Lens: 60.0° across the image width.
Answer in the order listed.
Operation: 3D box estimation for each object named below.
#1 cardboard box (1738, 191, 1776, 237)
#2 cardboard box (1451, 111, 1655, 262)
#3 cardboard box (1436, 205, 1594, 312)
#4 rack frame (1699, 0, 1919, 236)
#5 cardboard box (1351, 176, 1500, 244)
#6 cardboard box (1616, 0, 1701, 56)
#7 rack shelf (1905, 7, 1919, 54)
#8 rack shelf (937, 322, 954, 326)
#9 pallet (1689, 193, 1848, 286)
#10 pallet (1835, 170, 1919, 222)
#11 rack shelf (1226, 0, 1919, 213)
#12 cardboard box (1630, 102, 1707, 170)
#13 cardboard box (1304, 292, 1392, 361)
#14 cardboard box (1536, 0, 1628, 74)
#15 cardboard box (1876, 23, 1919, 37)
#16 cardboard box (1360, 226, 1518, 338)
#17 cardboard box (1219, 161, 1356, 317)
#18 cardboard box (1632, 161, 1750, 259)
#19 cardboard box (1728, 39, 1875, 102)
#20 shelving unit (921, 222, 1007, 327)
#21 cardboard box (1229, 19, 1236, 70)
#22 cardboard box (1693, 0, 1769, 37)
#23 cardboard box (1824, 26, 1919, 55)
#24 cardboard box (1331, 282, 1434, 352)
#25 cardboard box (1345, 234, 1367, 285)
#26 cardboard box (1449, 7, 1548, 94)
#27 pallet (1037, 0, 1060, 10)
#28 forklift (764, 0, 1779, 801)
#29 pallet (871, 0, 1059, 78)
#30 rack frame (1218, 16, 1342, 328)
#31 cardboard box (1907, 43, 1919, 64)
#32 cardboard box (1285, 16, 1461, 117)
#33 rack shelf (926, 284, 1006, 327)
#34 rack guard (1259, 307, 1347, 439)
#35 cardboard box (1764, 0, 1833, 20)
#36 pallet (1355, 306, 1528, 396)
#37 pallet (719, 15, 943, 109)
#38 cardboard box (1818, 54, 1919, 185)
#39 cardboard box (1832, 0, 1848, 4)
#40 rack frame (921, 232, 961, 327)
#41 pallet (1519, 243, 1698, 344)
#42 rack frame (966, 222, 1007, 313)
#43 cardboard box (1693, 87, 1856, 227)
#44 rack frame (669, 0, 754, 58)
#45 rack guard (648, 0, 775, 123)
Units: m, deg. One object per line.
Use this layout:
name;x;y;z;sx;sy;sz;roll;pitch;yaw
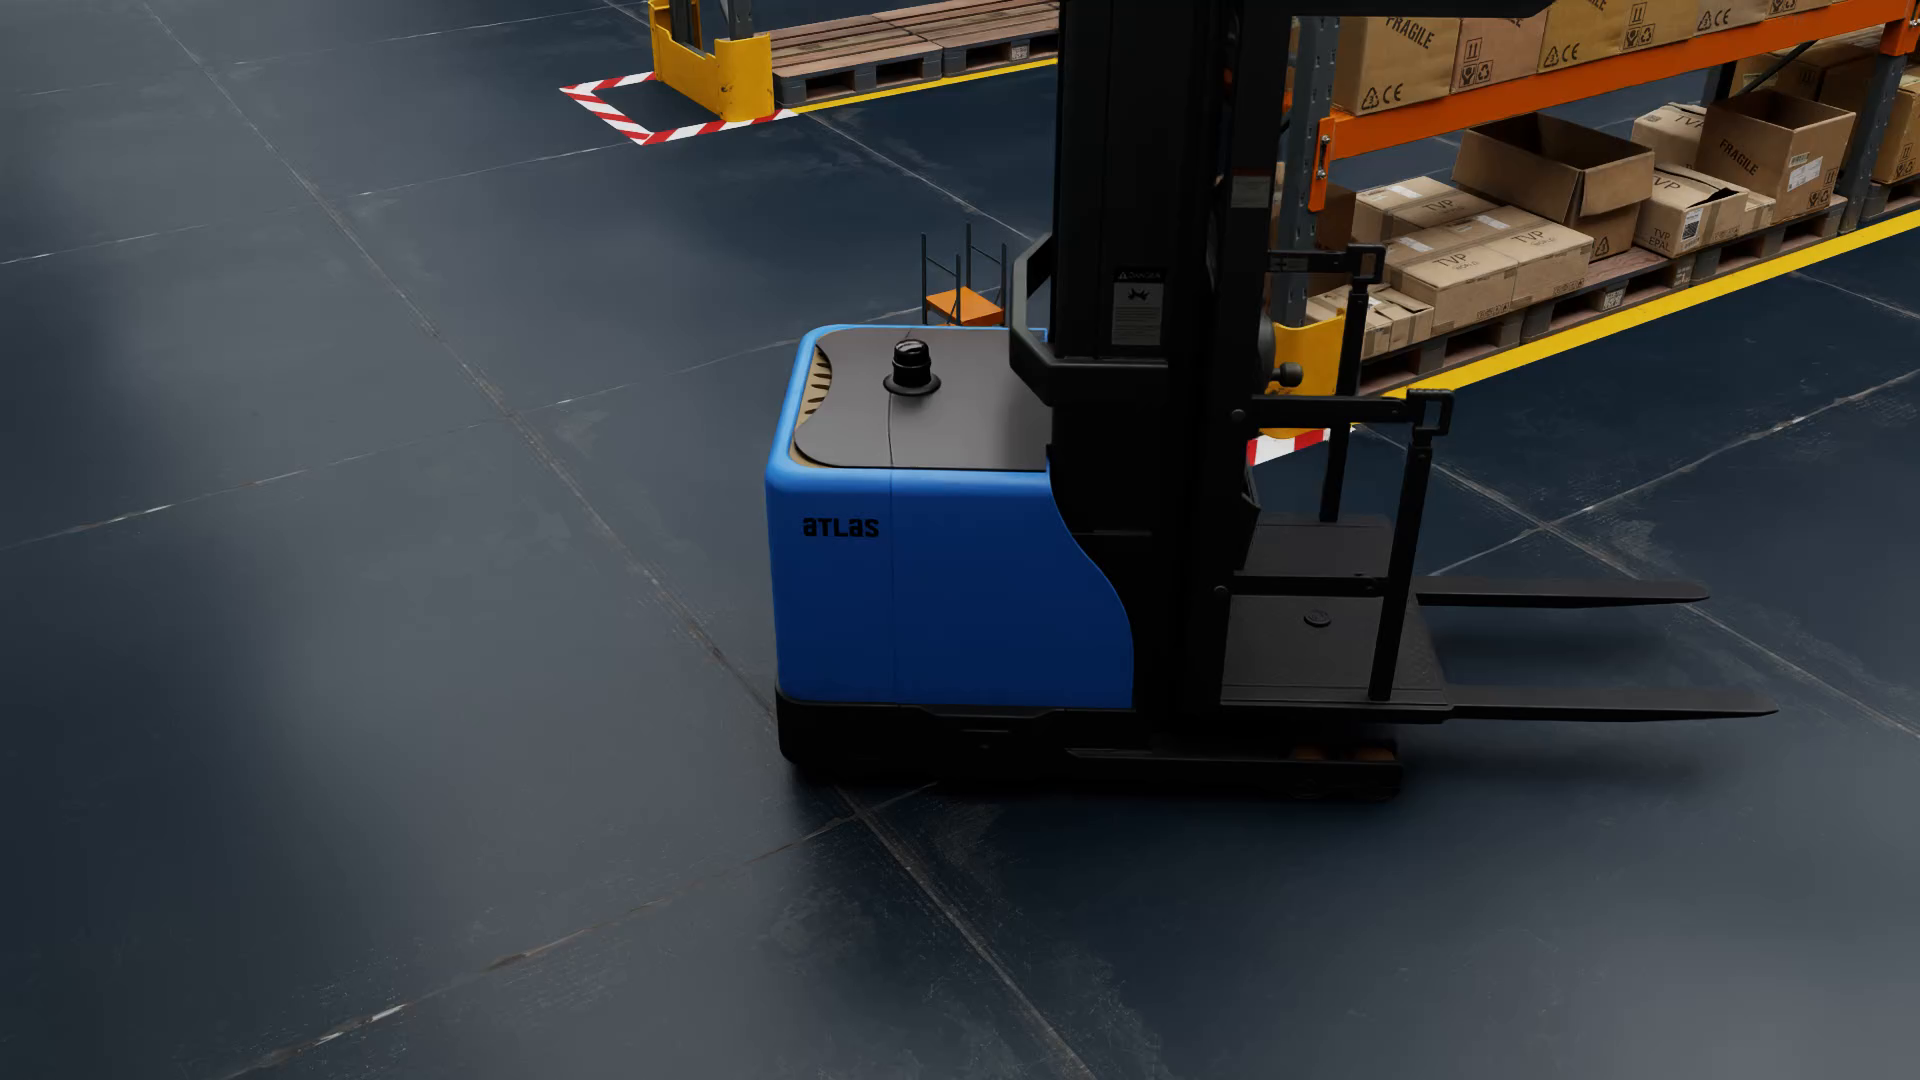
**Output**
cardboard box;3.838;-1.672;8.349;0.250;0.149;0.380;-19;37;-27
cardboard box;2.870;-1.704;8.067;0.637;0.503;0.797;-19;37;-27
cardboard box;2.535;-1.305;7.672;0.500;0.250;0.500;-19;37;-27
rack frame;4.446;-3.119;8.383;0.127;3.000;1.000;-19;37;-27
cardboard box;2.222;-1.515;8.005;0.500;0.250;0.500;-19;37;-27
cardboard box;2.875;-2.454;7.236;0.500;0.500;0.500;-18;37;-27
rack shelf;6.127;-3.393;9.492;4.000;0.370;1.077;-19;37;-27
rack shelf;0.012;-0.677;5.832;0.180;0.103;0.258;-19;37;-27
pallet;3.868;-1.742;8.813;1.213;0.211;1.003;-19;37;-27
pallet;5.109;-2.192;9.527;1.213;0.211;1.003;-19;37;-27
rack shelf;2.765;-2.237;7.659;4.000;0.370;1.077;-19;37;-27
cardboard box;3.976;-2.144;8.945;0.500;0.311;0.500;-19;37;-27
cardboard box;1.622;-0.910;7.141;0.250;0.149;0.380;-19;37;-27
cardboard box;2.454;-2.311;7.008;0.500;0.500;0.500;-19;37;-27
cardboard box;5.547;-2.803;9.813;0.500;0.500;0.500;-18;37;-27
cardboard box;2.115;-1.161;7.443;0.500;0.250;0.500;-19;37;-27
cardboard box;1.408;-1.359;7.524;0.500;0.500;0.500;-19;37;-27
cardboard box;3.491;-1.659;8.177;0.500;0.311;0.500;-19;37;-27
cardboard box;4.706;-2.519;9.363;0.500;0.500;0.500;-19;37;-28
shelving unit;0.012;-0.512;5.937;0.189;1.200;0.258;-19;37;-27
cardboard box;1.313;-2.257;6.922;0.500;0.500;0.500;-18;36;-26
cardboard box;3.302;-2.603;7.471;0.500;0.500;0.500;-18;36;-26
cardboard box;5.126;-2.658;9.583;0.500;0.500;0.500;-19;37;-27
cardboard box;1.832;-0.990;7.251;0.250;0.166;0.380;-19;37;-27
cardboard box;1.797;-1.295;7.735;0.250;0.166;0.380;-19;37;-27
cardboard box;2.031;-2.167;6.780;0.500;0.500;0.500;-19;37;-28
pallet;1.169;-3.932;12.286;1.213;0.211;1.003;-19;37;-27
forklift;0.974;-0.744;4.683;3.031;2.935;1.130;1;32;2
pallet;0.142;-3.577;11.723;1.213;0.211;1.003;-19;37;-27
rack frame;1.084;-1.963;6.550;0.127;3.000;1.000;-19;37;-27
cardboard box;5.427;-2.438;9.234;0.500;0.500;0.500;-18;37;-27
cardboard box;1.600;-2.015;6.540;0.500;0.500;0.500;-18;37;-26
rack shelf;0.012;-0.779;5.768;0.180;0.103;0.258;-19;37;-27
rack guard;1.148;-0.928;7.252;0.348;0.500;1.175;-19;37;-27
cardboard box;3.733;-2.752;7.708;0.500;0.500;0.500;-18;36;-26
pallet;1.818;-1.036;7.695;1.213;0.211;1.003;-19;37;-27
pallet;-0.882;-3.227;11.168;1.213;0.211;1.003;-19;37;-27
cardboard box;4.985;-2.279;8.981;0.500;0.500;0.500;-21;38;-29
cardboard box;4.165;-2.902;7.945;0.500;0.500;0.500;-18;37;-27
rack frame;-0.065;-0.485;5.895;0.006;1.200;0.240;-19;37;-27
pallet;2.842;-1.387;8.251;1.213;0.211;1.003;-19;37;-27
rack frame;0.089;-0.538;5.978;0.006;1.200;0.240;-19;37;-27
cardboard box;4.121;-1.956;8.470;0.500;0.500;0.500;-19;37;-27
rack frame;-1.596;-4.185;10.073;0.127;3.000;1.000;-19;37;-27
rack guard;-1.610;-3.115;10.720;0.348;0.500;1.175;-19;37;-27
